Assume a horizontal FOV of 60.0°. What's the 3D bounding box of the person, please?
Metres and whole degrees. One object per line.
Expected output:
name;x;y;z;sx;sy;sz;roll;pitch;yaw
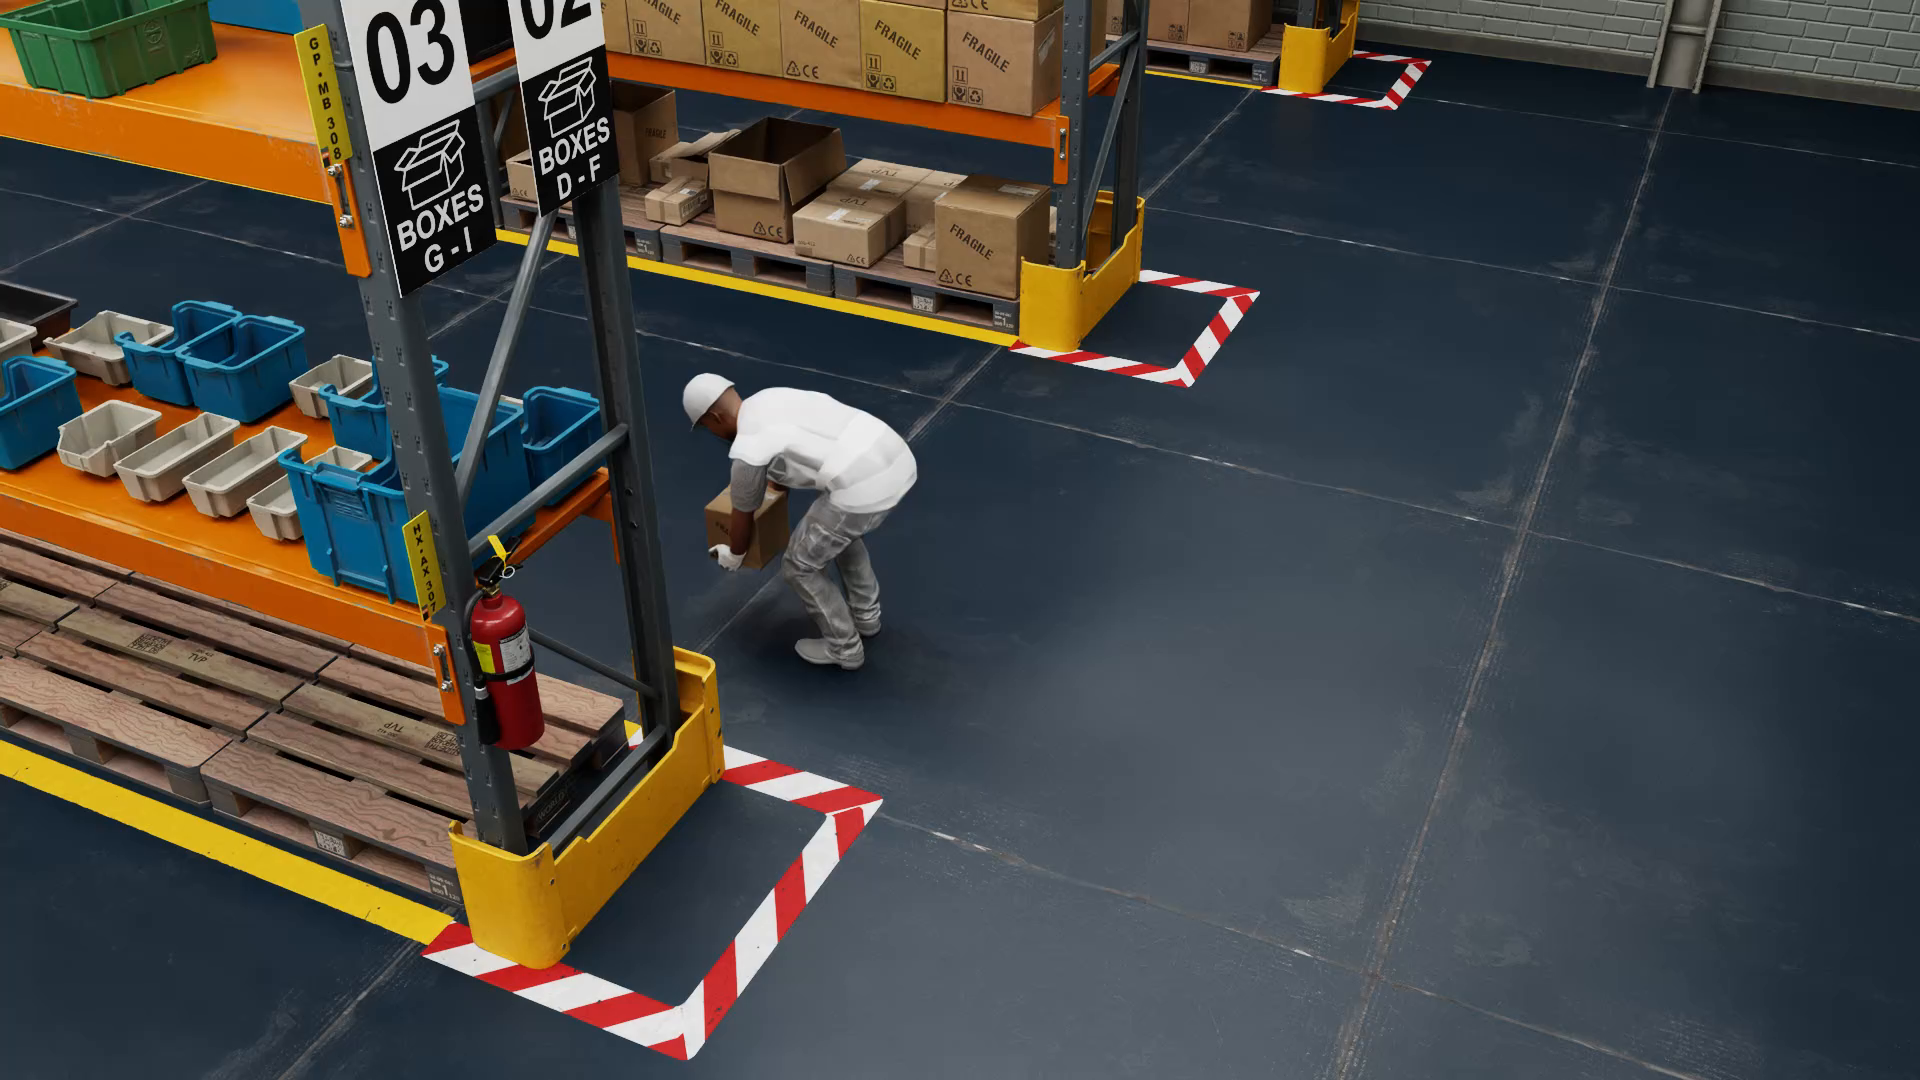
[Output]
person;-0.657;-0.089;6.813;0.967;1.167;0.516;13;35;18
